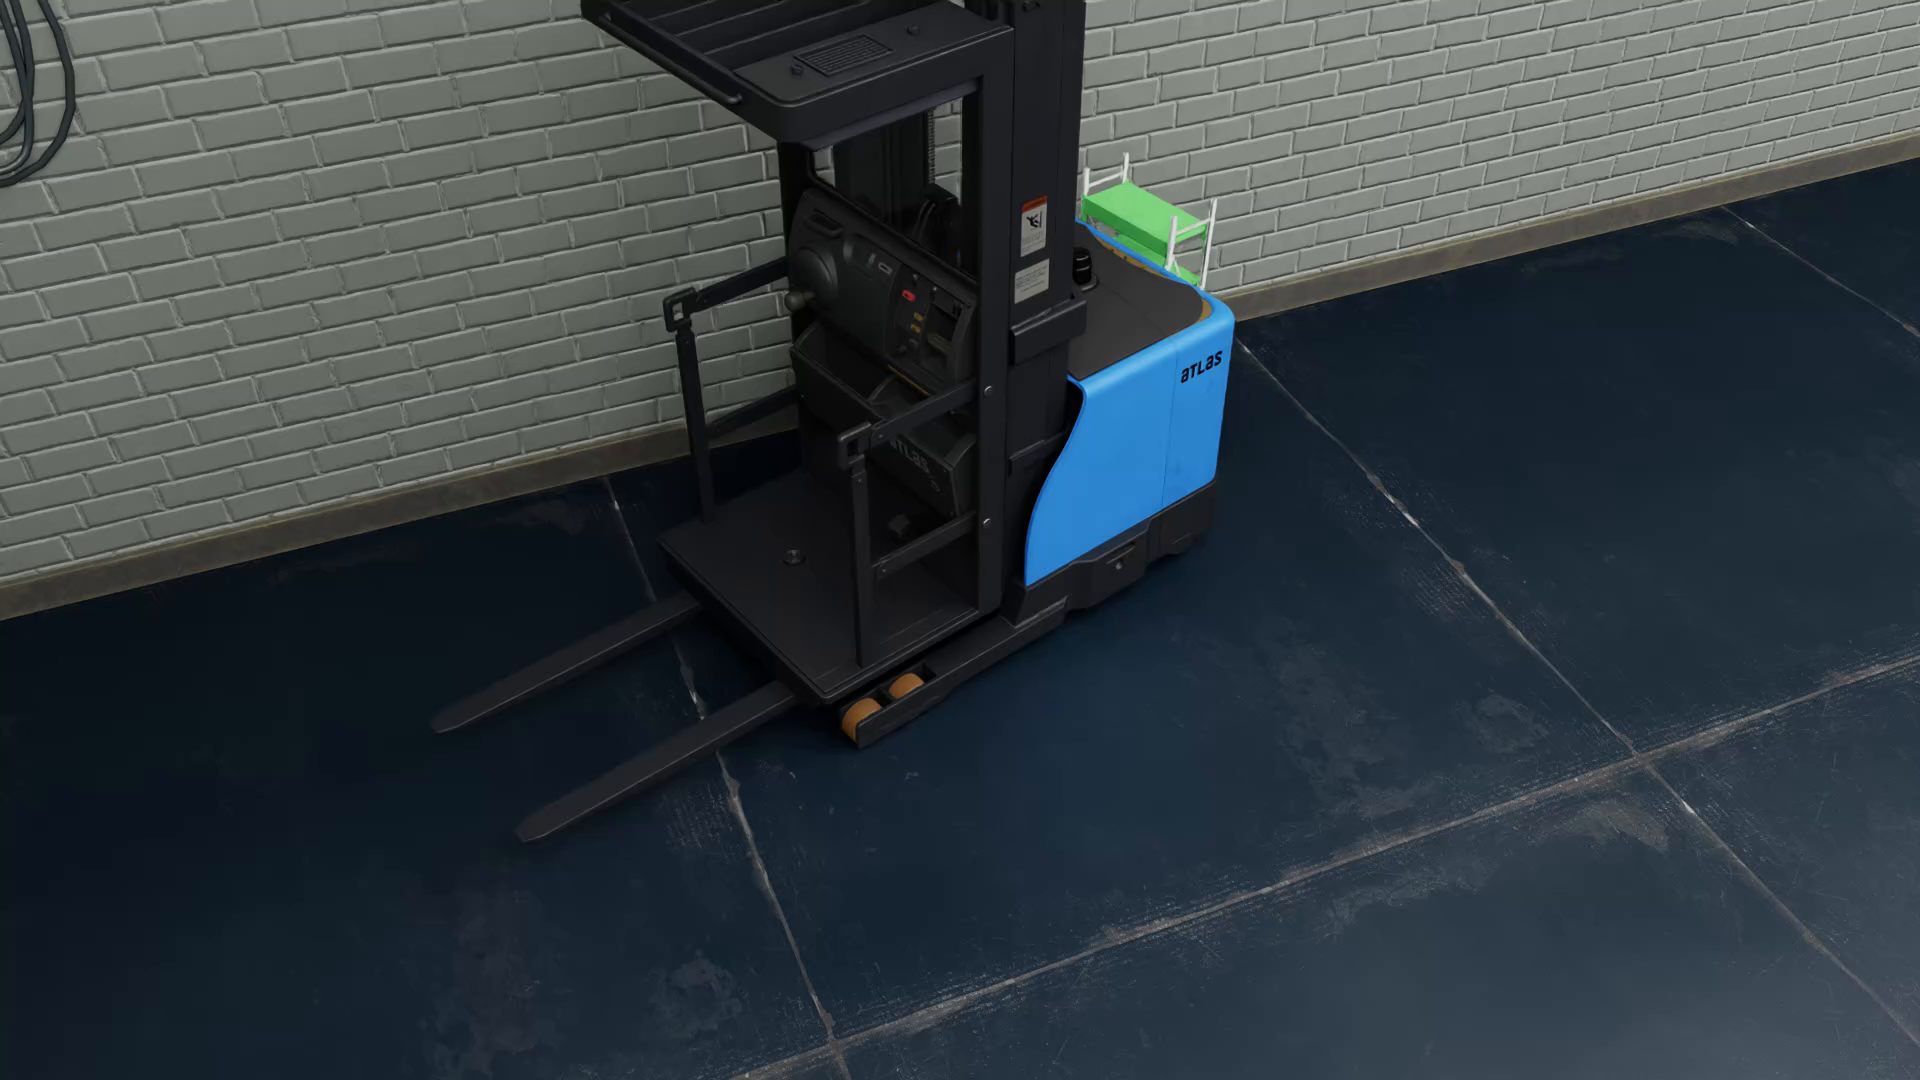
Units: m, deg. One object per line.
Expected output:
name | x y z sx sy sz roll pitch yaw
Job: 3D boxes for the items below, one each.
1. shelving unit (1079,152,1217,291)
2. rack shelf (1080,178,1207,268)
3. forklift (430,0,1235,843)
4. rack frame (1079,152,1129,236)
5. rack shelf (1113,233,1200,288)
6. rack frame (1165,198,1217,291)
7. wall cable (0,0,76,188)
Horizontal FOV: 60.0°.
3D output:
shelving unit | 0.725 -0.934 6.908 0.258 1.200 0.503 -27 47 -31
rack shelf | 0.739 -1.256 6.645 0.258 0.148 0.480 -27 47 -31
forklift | -0.433 -0.774 5.402 3.031 2.935 1.130 -28 48 -29
rack frame | 0.569 -1.056 7.049 0.240 1.200 0.015 -27 47 -31
rack shelf | 0.731 -1.070 6.796 0.258 0.148 0.480 -27 47 -31
rack frame | 0.882 -0.812 6.766 0.240 1.200 0.015 -27 47 -31
wall cable | -4.245 -1.763 4.280 3.097 2.526 0.112 -15 43 -17
